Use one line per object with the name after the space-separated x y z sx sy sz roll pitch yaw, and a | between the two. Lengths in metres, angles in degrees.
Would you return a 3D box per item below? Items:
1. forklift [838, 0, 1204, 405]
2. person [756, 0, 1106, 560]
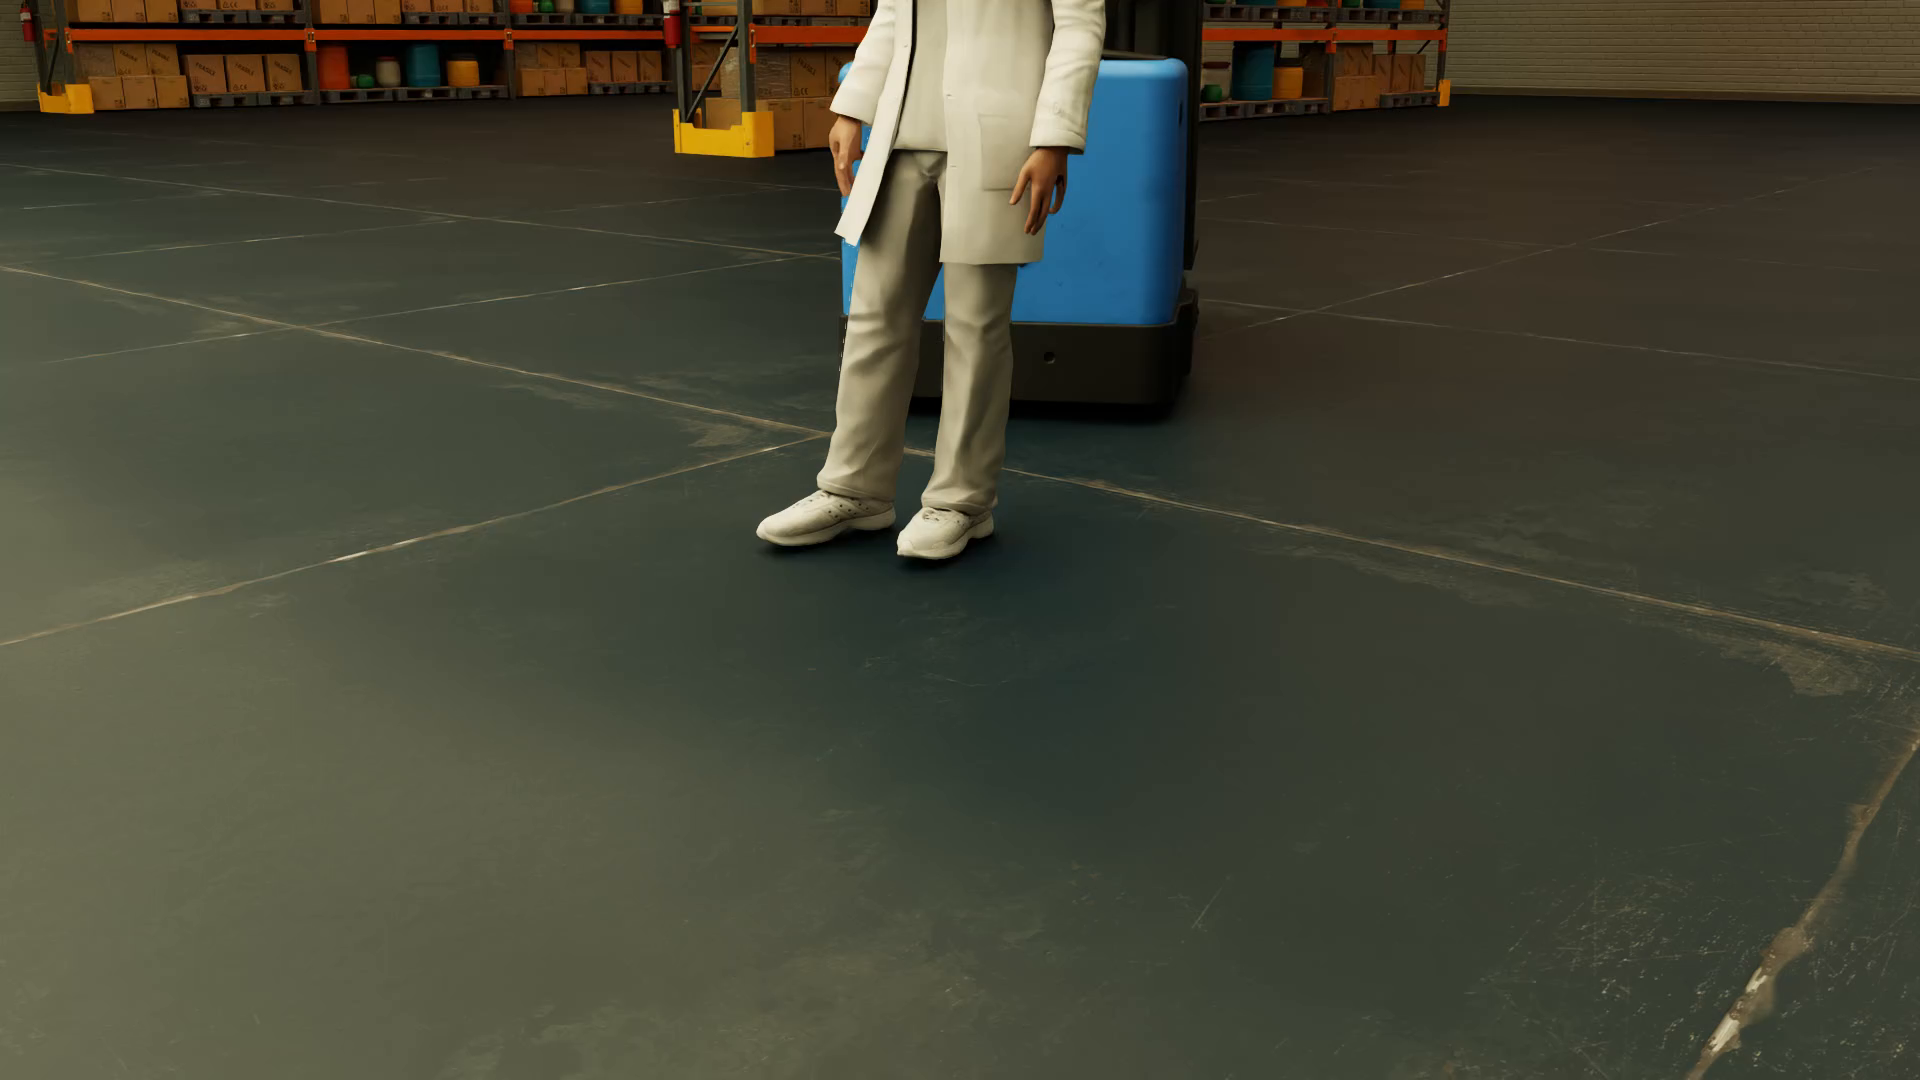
0.366 -2.198 6.136 1.130 2.935 3.031 3 17 9 | forklift
-0.061 -0.838 3.616 0.698 1.778 0.578 13 21 37 | person
